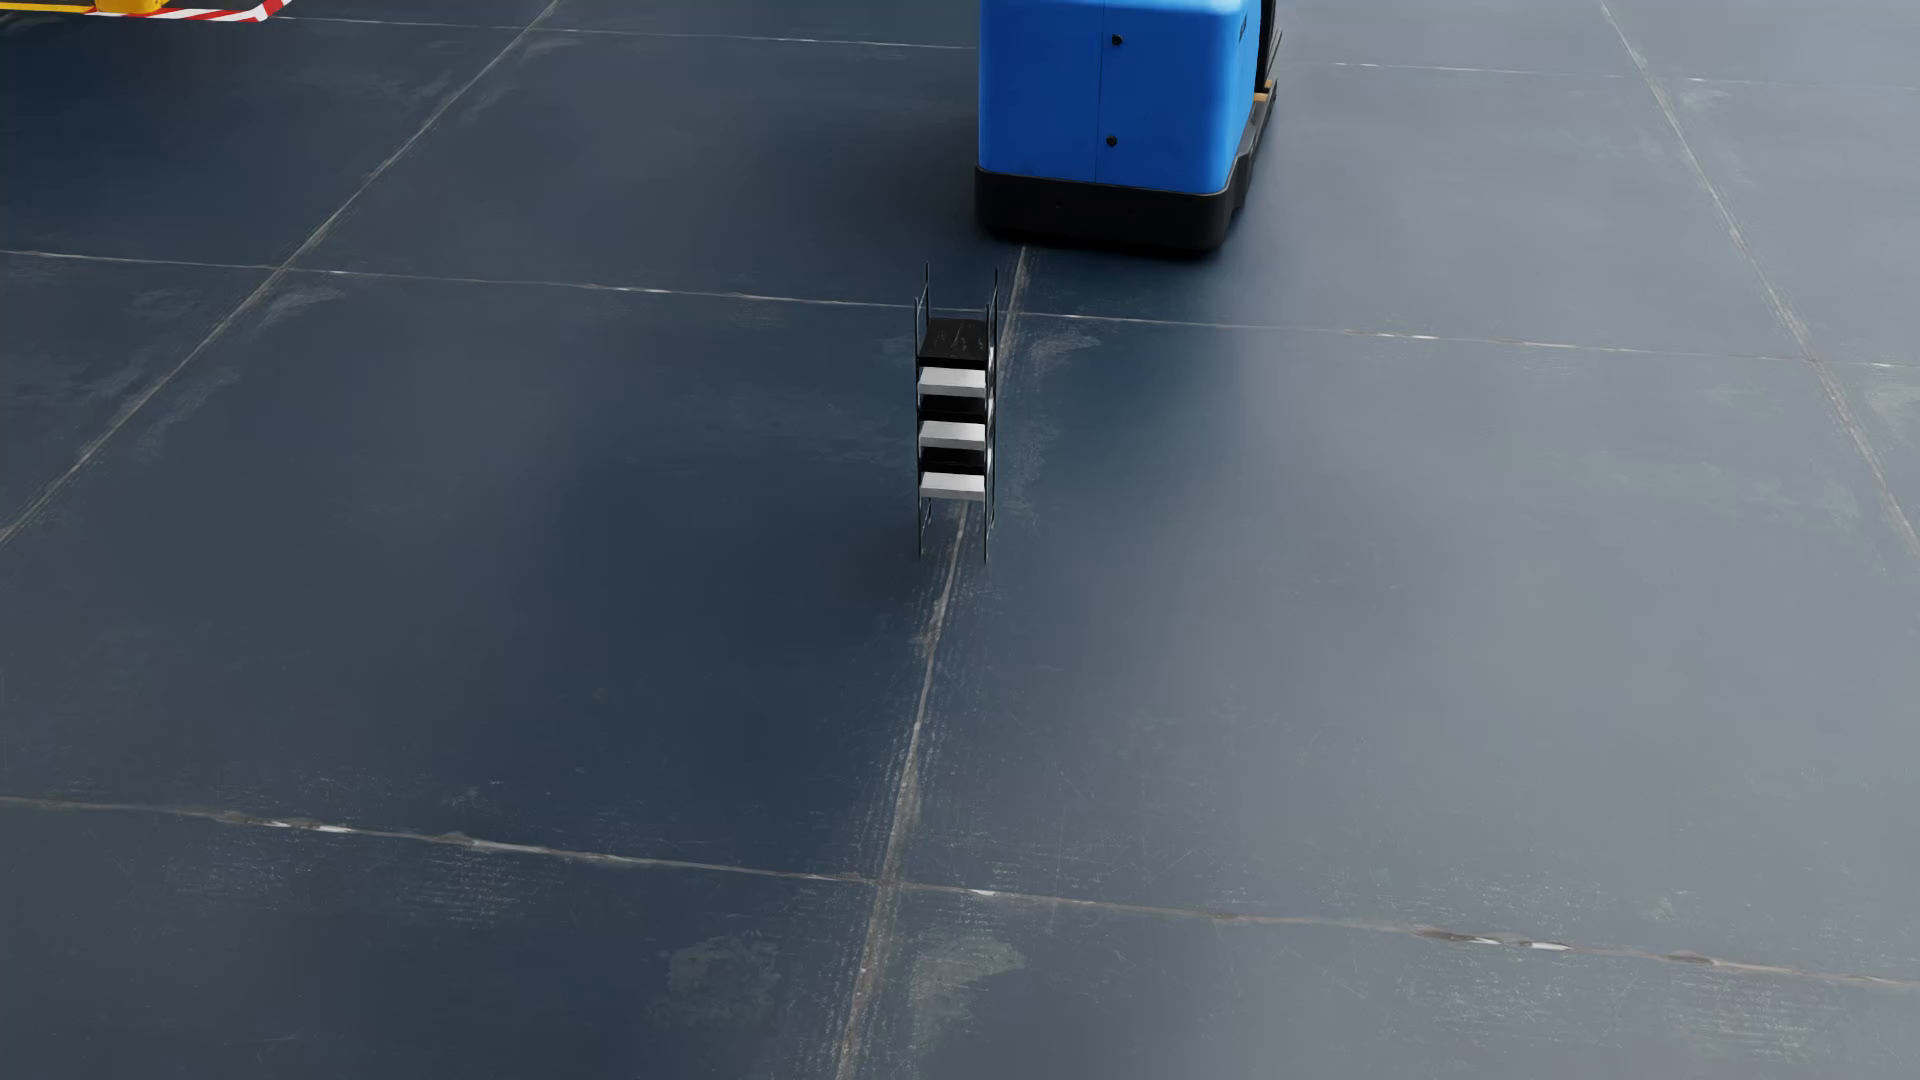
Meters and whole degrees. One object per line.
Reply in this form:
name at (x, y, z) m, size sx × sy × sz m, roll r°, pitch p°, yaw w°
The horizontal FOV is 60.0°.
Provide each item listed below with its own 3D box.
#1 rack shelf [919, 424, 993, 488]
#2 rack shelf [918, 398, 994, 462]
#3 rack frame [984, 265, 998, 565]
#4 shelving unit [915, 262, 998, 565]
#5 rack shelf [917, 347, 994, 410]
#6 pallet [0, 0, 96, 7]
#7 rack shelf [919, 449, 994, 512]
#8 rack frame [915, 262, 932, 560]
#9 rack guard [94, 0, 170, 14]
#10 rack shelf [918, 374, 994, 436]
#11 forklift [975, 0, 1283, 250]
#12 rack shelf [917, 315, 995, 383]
rack shelf at (-0.008, -0.267, 5.061) m, size 0.200 × 0.077 × 0.258 m, roll 4°, pitch 36°, yaw 6°
rack shelf at (-0.008, -0.340, 5.009) m, size 0.200 × 0.077 × 0.258 m, roll 4°, pitch 36°, yaw 6°
rack frame at (0.093, -0.359, 4.979) m, size 0.006 × 0.900 × 0.240 m, roll 4°, pitch 36°, yaw 6°
shelving unit at (-0.008, -0.367, 4.989) m, size 0.210 × 0.900 × 0.258 m, roll 4°, pitch 36°, yaw 6°
rack shelf at (-0.008, -0.486, 4.904) m, size 0.200 × 0.077 × 0.258 m, roll 4°, pitch 36°, yaw 6°
pallet at (-5.494, -3.476, 9.938) m, size 1.213 × 0.211 × 1.003 m, roll 4°, pitch 36°, yaw 6°
rack shelf at (-0.008, -0.193, 5.113) m, size 0.200 × 0.077 × 0.258 m, roll 4°, pitch 36°, yaw 6°
rack frame at (-0.109, -0.374, 5.000) m, size 0.006 × 0.900 × 0.240 m, roll 4°, pitch 36°, yaw 6°
rack guard at (-4.689, -3.530, 9.766) m, size 0.348 × 0.500 × 1.175 m, roll 4°, pitch 36°, yaw 6°
rack shelf at (-0.008, -0.413, 4.957) m, size 0.200 × 0.077 × 0.258 m, roll 4°, pitch 36°, yaw 6°
forklift at (0.936, -3.231, 7.254) m, size 1.130 × 2.935 × 3.031 m, roll 9°, pitch 36°, yaw 12°
rack shelf at (-0.008, -0.560, 4.852) m, size 0.200 × 0.077 × 0.258 m, roll 4°, pitch 36°, yaw 6°
